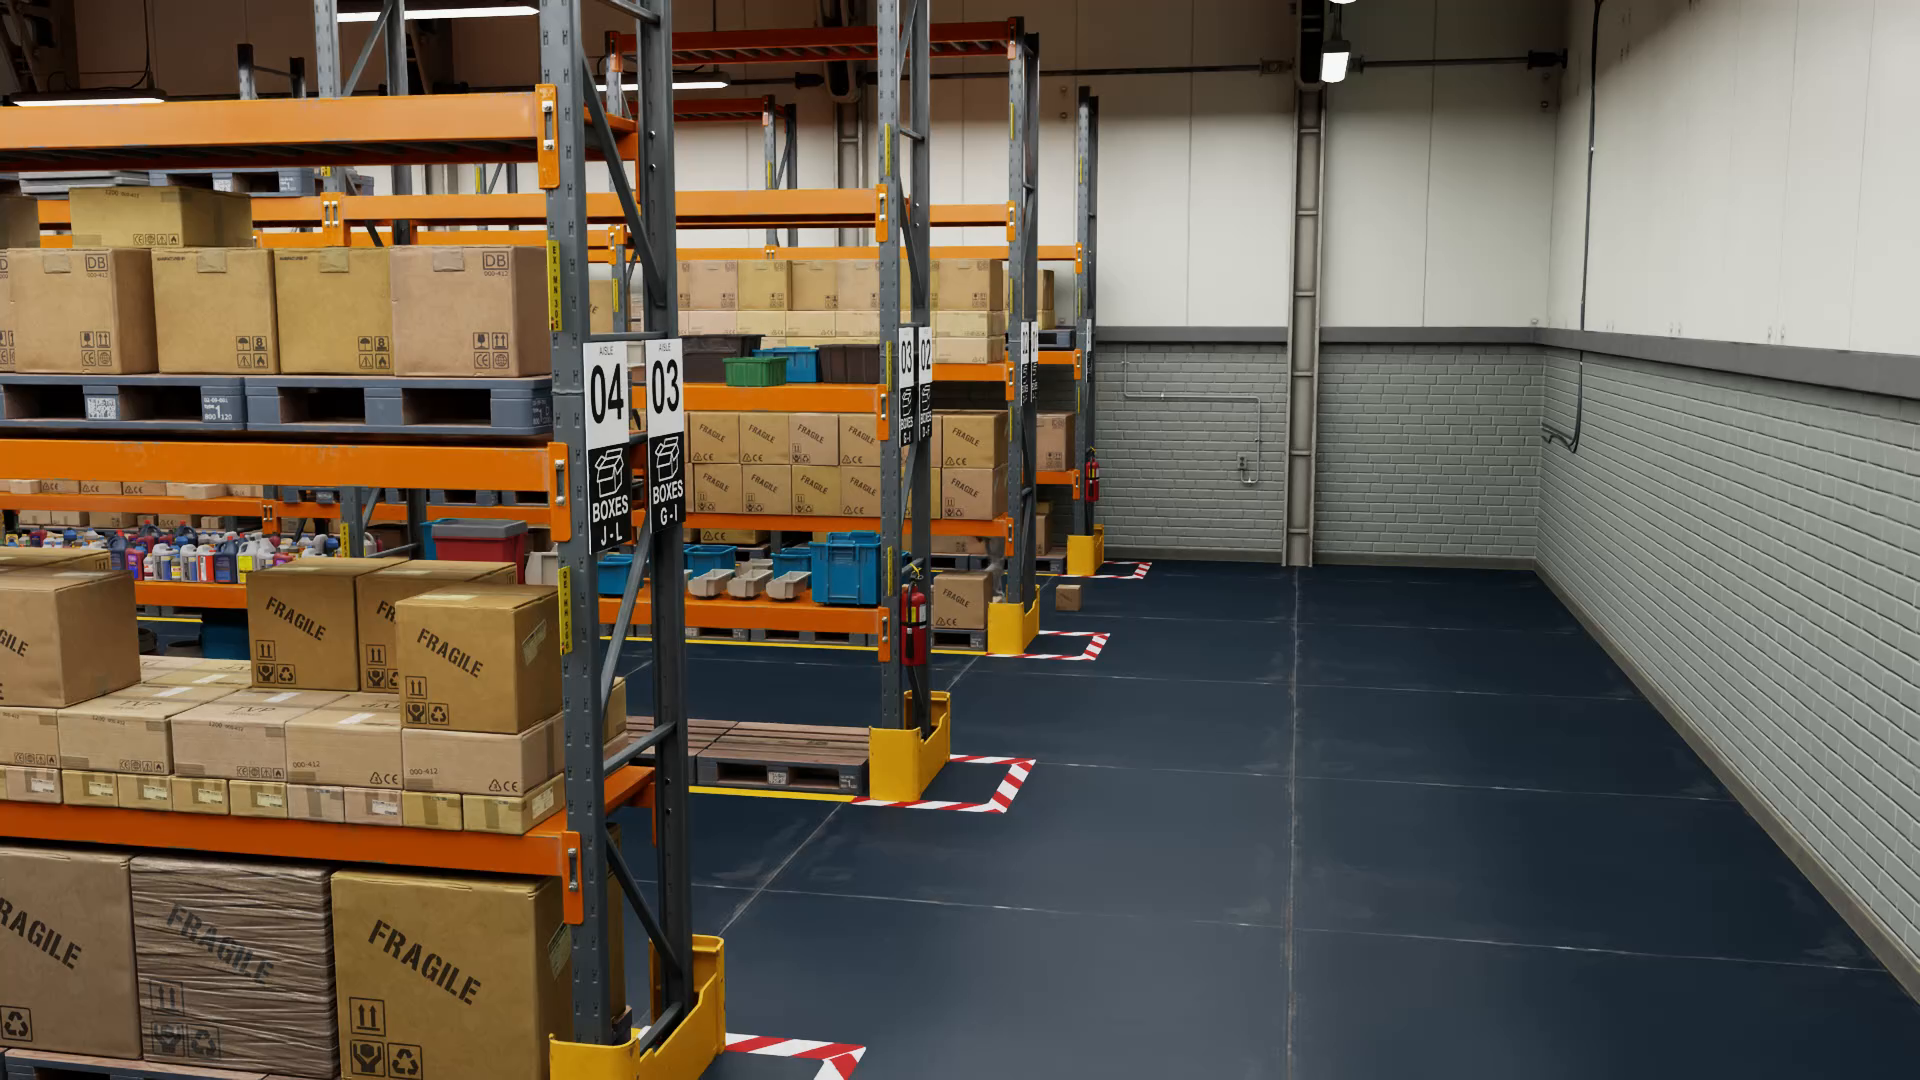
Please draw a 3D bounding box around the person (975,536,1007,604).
[{"bbox_3d":[0.377,-0.120,18.561,0.679,1.765,0.598,-4,9,-29],"label":"person"}]
